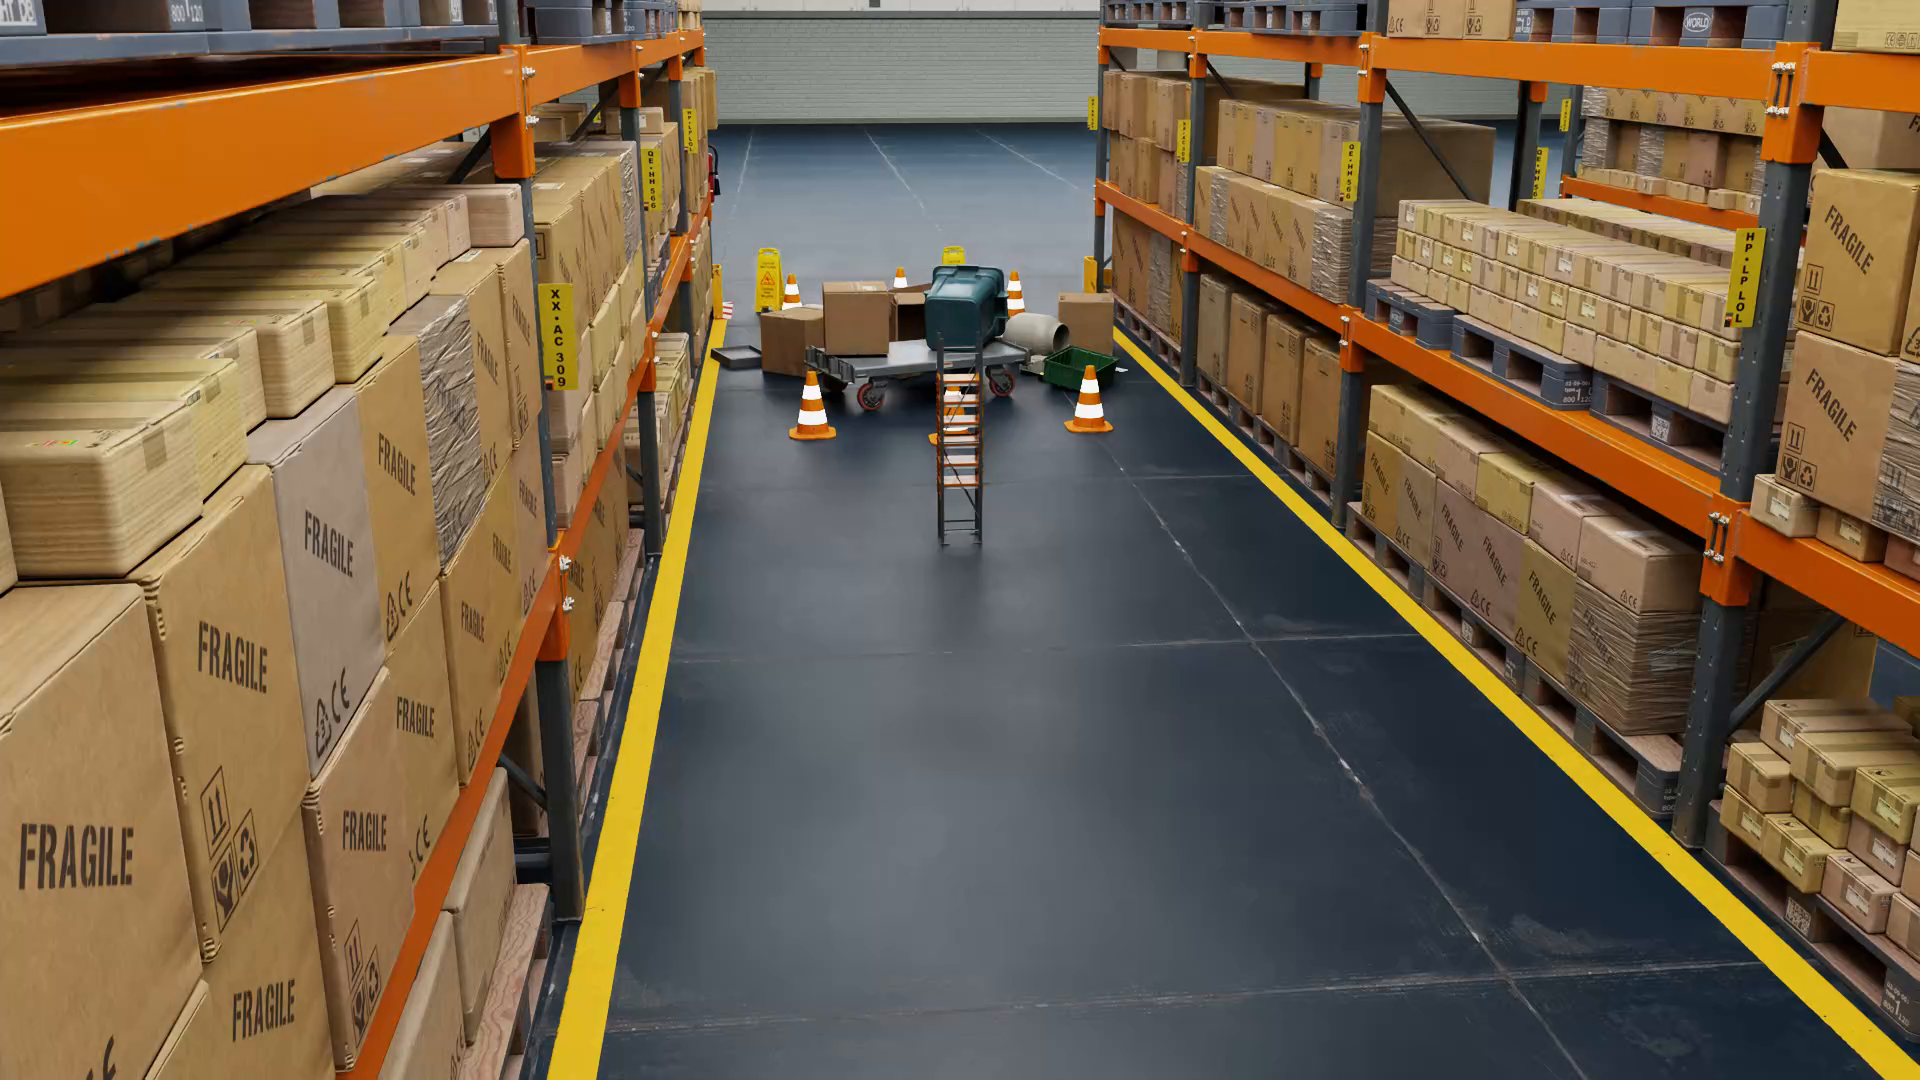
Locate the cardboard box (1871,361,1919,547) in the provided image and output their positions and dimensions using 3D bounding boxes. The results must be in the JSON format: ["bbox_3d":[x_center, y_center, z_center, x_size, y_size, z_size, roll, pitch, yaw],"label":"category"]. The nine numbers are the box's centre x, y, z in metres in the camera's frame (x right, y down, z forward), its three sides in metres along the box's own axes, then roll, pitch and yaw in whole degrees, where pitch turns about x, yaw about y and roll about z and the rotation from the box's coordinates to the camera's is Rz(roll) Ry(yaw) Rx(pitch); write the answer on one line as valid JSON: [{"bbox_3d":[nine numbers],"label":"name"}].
[{"bbox_3d":[3.000,-0.217,4.698,0.500,0.500,0.500,-2,18,-6],"label":"cardboard box"}]

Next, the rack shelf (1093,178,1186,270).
[{"bbox_3d":[2.110,-2.966,15.319,1.077,0.370,4.000,-2,18,-6],"label":"rack shelf"}]

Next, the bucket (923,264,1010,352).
[{"bbox_3d":[0.009,-1.846,13.478,0.726,0.611,0.620,4,28,13],"label":"bucket"}]

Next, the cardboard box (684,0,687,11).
[{"bbox_3d":[-2.432,-4.325,13.191,0.500,0.250,0.500,-2,18,-6],"label":"cardboard box"}]

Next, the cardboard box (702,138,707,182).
[{"bbox_3d":[-2.632,-3.609,15.503,0.500,0.500,0.500,-2,18,-6],"label":"cardboard box"}]

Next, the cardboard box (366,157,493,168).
[{"bbox_3d":[-2.278,-1.407,7.315,0.500,0.500,0.500,-1,17,-4],"label":"cardboard box"}]

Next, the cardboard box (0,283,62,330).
[{"bbox_3d":[-1.790,-0.348,2.857,0.380,0.149,0.250,-1,17,-4],"label":"cardboard box"}]

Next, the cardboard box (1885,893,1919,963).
[{"bbox_3d":[3.040,1.174,4.989,0.380,0.149,0.250,-2,18,-7],"label":"cardboard box"}]

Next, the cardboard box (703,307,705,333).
[{"bbox_3d":[-2.513,-1.920,14.674,0.500,0.250,0.500,-2,18,-6],"label":"cardboard box"}]

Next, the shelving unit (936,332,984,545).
[{"bbox_3d":[-0.002,-0.577,9.511,0.258,1.200,0.189,-2,18,-6],"label":"shelving unit"}]

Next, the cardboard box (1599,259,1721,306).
[{"bbox_3d":[2.826,-1.043,6.718,0.380,0.149,0.250,-2,18,-6],"label":"cardboard box"}]

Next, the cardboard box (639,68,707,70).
[{"bbox_3d":[-2.695,-4.093,15.372,0.700,0.500,0.500,-2,18,-5],"label":"cardboard box"}]

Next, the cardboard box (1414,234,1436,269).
[{"bbox_3d":[2.609,-1.513,8.711,0.380,0.149,0.250,-1,17,-3],"label":"cardboard box"}]

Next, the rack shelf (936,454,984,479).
[{"bbox_3d":[-0.001,-0.420,9.560,0.258,0.103,0.180,-2,18,-6],"label":"rack shelf"}]

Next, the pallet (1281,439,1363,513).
[{"bbox_3d":[2.723,-0.429,10.690,1.003,0.211,1.213,-2,18,-6],"label":"pallet"}]

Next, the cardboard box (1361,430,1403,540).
[{"bbox_3d":[2.548,-0.311,9.132,0.500,0.500,0.500,-3,18,-8],"label":"cardboard box"}]

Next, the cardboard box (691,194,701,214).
[{"bbox_3d":[-2.433,-2.896,14.313,0.380,0.149,0.250,-2,18,-5],"label":"cardboard box"}]

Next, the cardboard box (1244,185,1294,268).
[{"bbox_3d":[2.257,-2.146,11.337,0.500,0.500,0.500,-2,17,-5],"label":"cardboard box"}]

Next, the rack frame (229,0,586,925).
[{"bbox_3d":[-1.772,-0.147,5.138,1.000,3.000,0.127,-2,18,-6],"label":"rack frame"}]

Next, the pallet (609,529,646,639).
[{"bbox_3d":[-2.178,0.229,8.596,1.003,0.211,1.213,-2,18,-6],"label":"pallet"}]

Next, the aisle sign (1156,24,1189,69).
[{"bbox_3d":[2.195,-5.176,16.816,0.394,0.787,0.004,-2,18,-6],"label":"aisle sign"}]

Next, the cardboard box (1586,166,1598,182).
[{"bbox_3d":[6.647,-3.741,17.006,0.380,0.149,0.250,-2,18,-6],"label":"cardboard box"}]

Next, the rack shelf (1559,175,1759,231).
[{"bbox_3d":[7.054,-3.089,15.711,1.077,0.370,4.000,-2,18,-6],"label":"rack shelf"}]

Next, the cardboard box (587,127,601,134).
[{"bbox_3d":[-2.781,-2.623,11.659,0.500,0.500,0.500,-2,18,-5],"label":"cardboard box"}]

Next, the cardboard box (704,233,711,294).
[{"bbox_3d":[-2.610,-2.583,15.533,0.500,0.500,0.500,-1,17,-4],"label":"cardboard box"}]

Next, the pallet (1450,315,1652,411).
[{"bbox_3d":[2.974,-0.842,7.671,1.003,0.211,1.213,-2,18,-6],"label":"pallet"}]

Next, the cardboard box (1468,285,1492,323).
[{"bbox_3d":[2.690,-1.143,8.028,0.380,0.149,0.250,-1,17,-4],"label":"cardboard box"}]

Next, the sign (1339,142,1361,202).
[{"bbox_3d":[2.177,-2.056,9.286,0.100,0.325,0.005,-2,18,-6],"label":"sign"}]

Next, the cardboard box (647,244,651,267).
[{"bbox_3d":[-2.011,-1.690,9.771,0.380,0.149,0.250,-3,18,-9],"label":"cardboard box"}]

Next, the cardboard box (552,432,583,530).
[{"bbox_3d":[-1.554,-0.215,5.604,0.500,0.250,0.500,-2,18,-7],"label":"cardboard box"}]

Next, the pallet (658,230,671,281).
[{"bbox_3d":[-2.429,-1.836,10.837,1.003,0.211,1.213,-2,18,-6],"label":"pallet"}]

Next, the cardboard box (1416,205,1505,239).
[{"bbox_3d":[2.614,-1.663,8.690,0.380,0.149,0.250,-2,18,-7],"label":"cardboard box"}]

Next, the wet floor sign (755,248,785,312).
[{"bbox_3d":[-1.965,-2.689,17.164,0.267,0.644,0.232,4,18,13],"label":"wet floor sign"}]

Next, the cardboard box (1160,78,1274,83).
[{"bbox_3d":[2.221,-3.737,14.519,0.875,0.550,0.550,-2,18,-6],"label":"cardboard box"}]

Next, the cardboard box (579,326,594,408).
[{"bbox_3d":[-1.618,-0.608,6.023,0.500,0.250,0.500,-2,17,-5],"label":"cardboard box"}]

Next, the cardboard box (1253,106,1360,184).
[{"bbox_3d":[2.480,-2.787,11.710,0.700,0.500,0.500,-2,18,-5],"label":"cardboard box"}]

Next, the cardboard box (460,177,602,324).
[{"bbox_3d":[-1.660,-1.112,6.375,0.500,0.500,0.500,-2,18,-7],"label":"cardboard box"}]

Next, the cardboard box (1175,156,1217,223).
[{"bbox_3d":[2.267,-2.895,13.639,0.875,0.550,0.550,-2,18,-6],"label":"cardboard box"}]

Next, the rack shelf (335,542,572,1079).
[{"bbox_3d":[-1.565,0.792,3.348,1.077,0.370,4.000,-2,18,-6],"label":"rack shelf"}]

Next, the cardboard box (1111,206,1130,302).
[{"bbox_3d":[2.040,-2.892,16.727,0.875,0.875,0.875,-2,18,-5],"label":"cardboard box"}]

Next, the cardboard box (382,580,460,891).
[{"bbox_3d":[-1.306,0.394,3.246,0.500,0.500,0.500,-1,17,-4],"label":"cardboard box"}]

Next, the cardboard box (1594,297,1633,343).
[{"bbox_3d":[2.821,-0.899,6.754,0.380,0.149,0.250,-2,18,-7],"label":"cardboard box"}]

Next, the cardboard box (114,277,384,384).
[{"bbox_3d":[-1.238,-0.367,2.920,0.380,0.149,0.250,-2,18,-7],"label":"cardboard box"}]

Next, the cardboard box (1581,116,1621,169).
[{"bbox_3d":[6.877,-4.053,16.917,0.875,0.500,0.500,-2,18,-6],"label":"cardboard box"}]

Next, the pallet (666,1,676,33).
[{"bbox_3d":[-2.639,-3.685,11.712,1.213,0.211,1.003,-2,18,-6],"label":"pallet"}]

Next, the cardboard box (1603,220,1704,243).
[{"bbox_3d":[3.337,-1.450,8.013,0.380,0.149,0.250,-2,18,-6],"label":"cardboard box"}]

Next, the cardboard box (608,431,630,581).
[{"bbox_3d":[-2.195,-0.317,8.525,0.875,0.875,0.875,-2,18,-6],"label":"cardboard box"}]

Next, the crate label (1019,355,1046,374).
[{"bbox_3d":[0.654,-1.498,14.218,0.250,0.136,0.298,16,24,42],"label":"crate label"}]

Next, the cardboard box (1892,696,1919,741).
[{"bbox_3d":[3.437,0.644,5.684,0.380,0.149,0.250,-1,17,-4],"label":"cardboard box"}]

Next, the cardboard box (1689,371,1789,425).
[{"bbox_3d":[2.904,-0.523,6.053,0.380,0.149,0.250,-2,18,-7],"label":"cardboard box"}]

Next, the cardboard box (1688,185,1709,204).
[{"bbox_3d":[6.866,-3.146,15.109,0.380,0.149,0.250,-2,18,-6],"label":"cardboard box"}]

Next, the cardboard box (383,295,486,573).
[{"bbox_3d":[-1.342,-0.237,3.588,0.500,0.500,0.500,-2,17,-5],"label":"cardboard box"}]

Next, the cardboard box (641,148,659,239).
[{"bbox_3d":[-2.061,-2.025,9.755,0.500,0.500,0.500,-1,17,-3],"label":"cardboard box"}]
